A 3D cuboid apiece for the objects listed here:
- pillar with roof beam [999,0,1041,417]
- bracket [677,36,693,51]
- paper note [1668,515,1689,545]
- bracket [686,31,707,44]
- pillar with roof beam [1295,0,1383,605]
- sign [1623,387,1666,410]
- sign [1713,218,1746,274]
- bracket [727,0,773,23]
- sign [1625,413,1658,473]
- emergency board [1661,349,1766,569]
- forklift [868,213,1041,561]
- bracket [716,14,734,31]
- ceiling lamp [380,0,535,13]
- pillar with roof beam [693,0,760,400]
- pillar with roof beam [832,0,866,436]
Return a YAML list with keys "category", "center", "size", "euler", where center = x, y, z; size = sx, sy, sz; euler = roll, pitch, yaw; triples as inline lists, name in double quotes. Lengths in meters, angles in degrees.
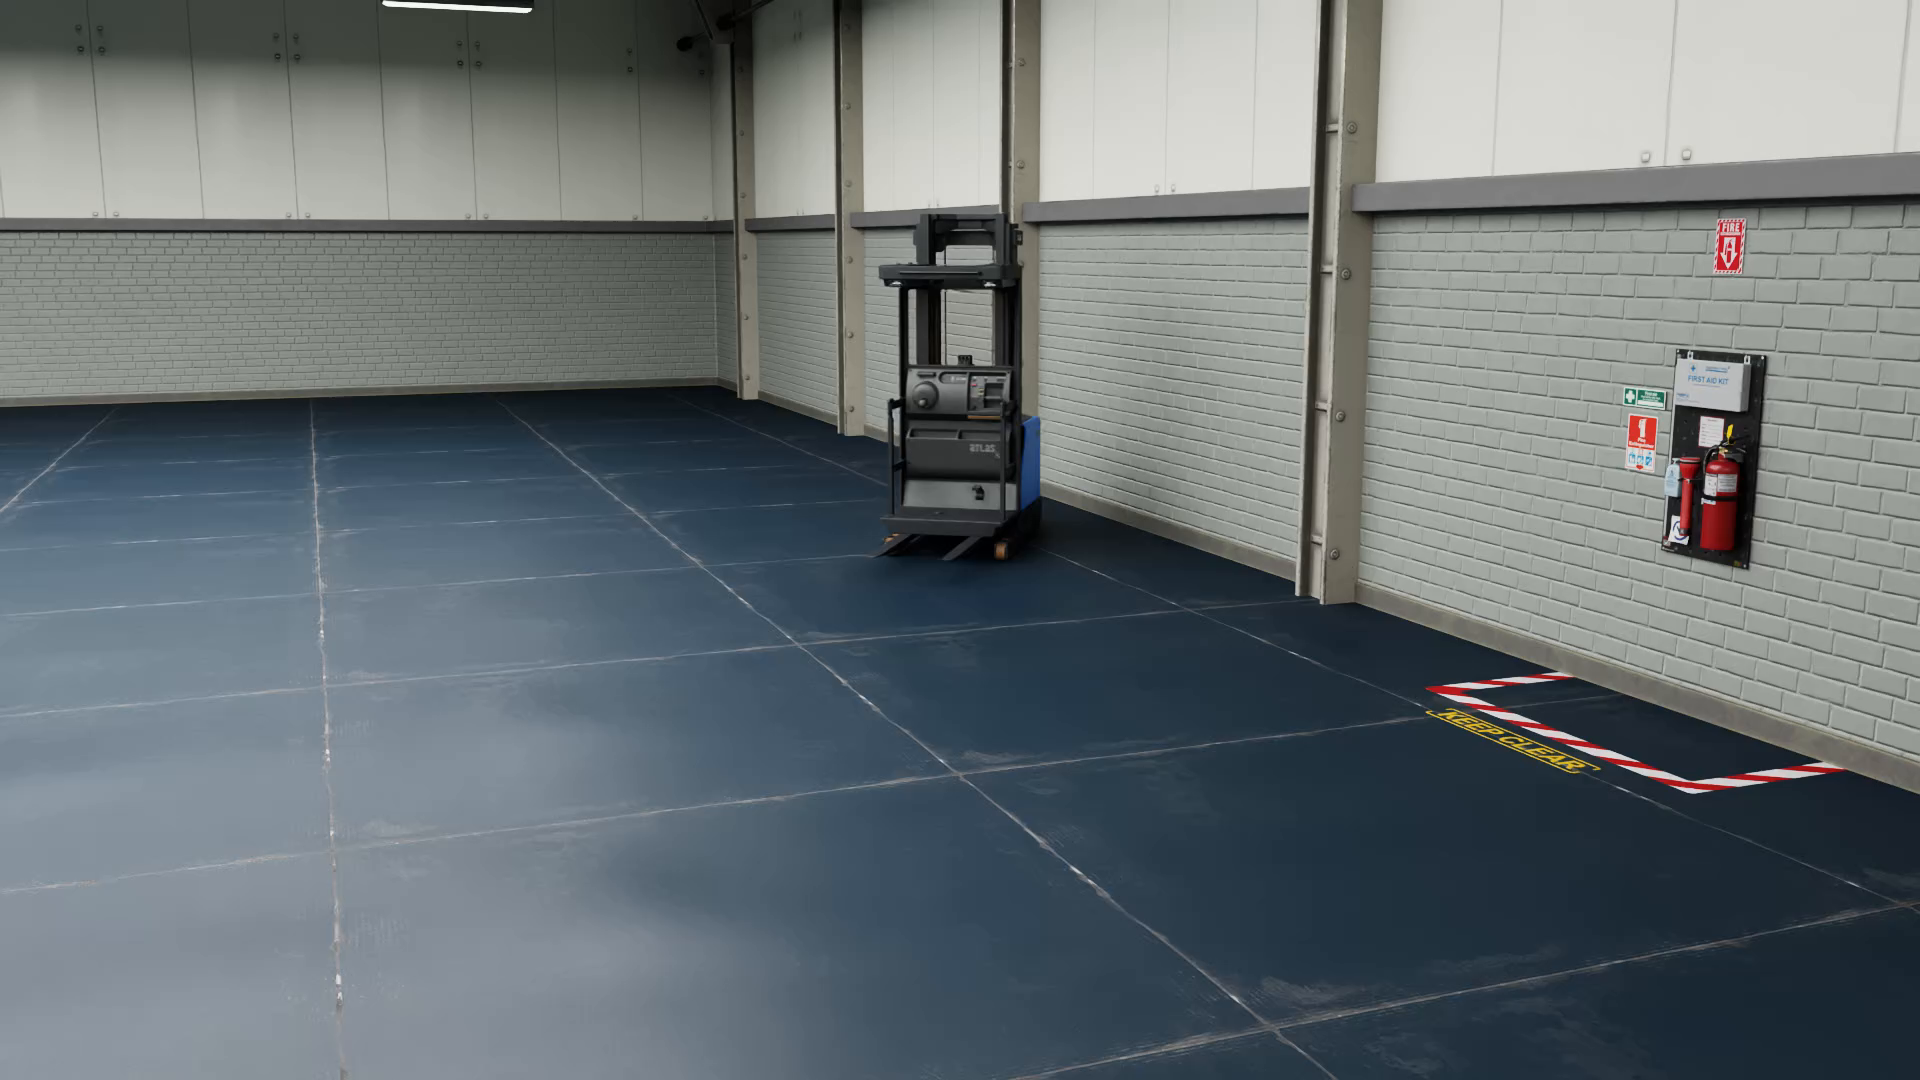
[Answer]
- category: "pillar with roof beam"
  center: [-3.380, -4.691, 15.928]
  size: [9.100, 9.000, 0.400]
  euler: [-4, 11, -21]
- category: "bracket"
  center: [-5.056, -9.127, 30.589]
  size: [0.235, 0.232, 0.430]
  euler: [-4, 11, -21]
- category: "paper note"
  center: [4.121, -0.058, 9.523]
  size: [0.016, 0.148, 0.142]
  euler: [-4, 11, -21]
- category: "bracket"
  center: [-4.842, -9.031, 30.047]
  size: [0.076, 0.066, 3.189]
  euler: [-4, 11, -21]
- category: "pillar with roof beam"
  center: [-1.206, -3.712, 10.422]
  size: [9.100, 9.000, 0.400]
  euler: [-4, 11, -21]
- category: "sign"
  center: [4.010, -0.832, 9.747]
  size: [0.001, 0.109, 0.331]
  euler: [-4, 11, -21]
- category: "sign"
  center: [4.211, -1.607, 9.099]
  size: [0.001, 0.298, 0.199]
  euler: [-4, 11, -21]
- category: "bracket"
  center: [-2.963, -8.185, 25.289]
  size: [0.076, 0.066, 4.783]
  euler: [-4, 11, -21]
- category: "sign"
  center: [4.016, -0.572, 9.800]
  size: [0.001, 0.329, 0.234]
  euler: [-4, 11, -21]
- category: "emergency board"
  center: [4.121, -0.458, 9.259]
  size: [0.194, 1.169, 0.643]
  euler: [-4, 11, -21]
- category: "forklift"
  center: [-0.058, -1.335, 14.387]
  size: [1.130, 2.935, 3.031]
  euler: [2, 10, 13]
- category: "bracket"
  center: [-3.897, -8.605, 27.653]
  size: [0.235, 0.232, 0.430]
  euler: [-4, 11, -21]
- category: "ceiling lamp"
  center: [-6.939, -8.852, 22.649]
  size: [2.000, 3.185, 0.800]
  euler: [-4, 11, -21]
- category: "pillar with roof beam"
  center: [-7.729, -6.650, 26.940]
  size: [9.100, 9.000, 0.548]
  euler: [-4, 11, -21]
- category: "pillar with roof beam"
  center: [-5.554, -5.671, 21.434]
  size: [9.100, 9.000, 0.400]
  euler: [-4, 11, -21]
